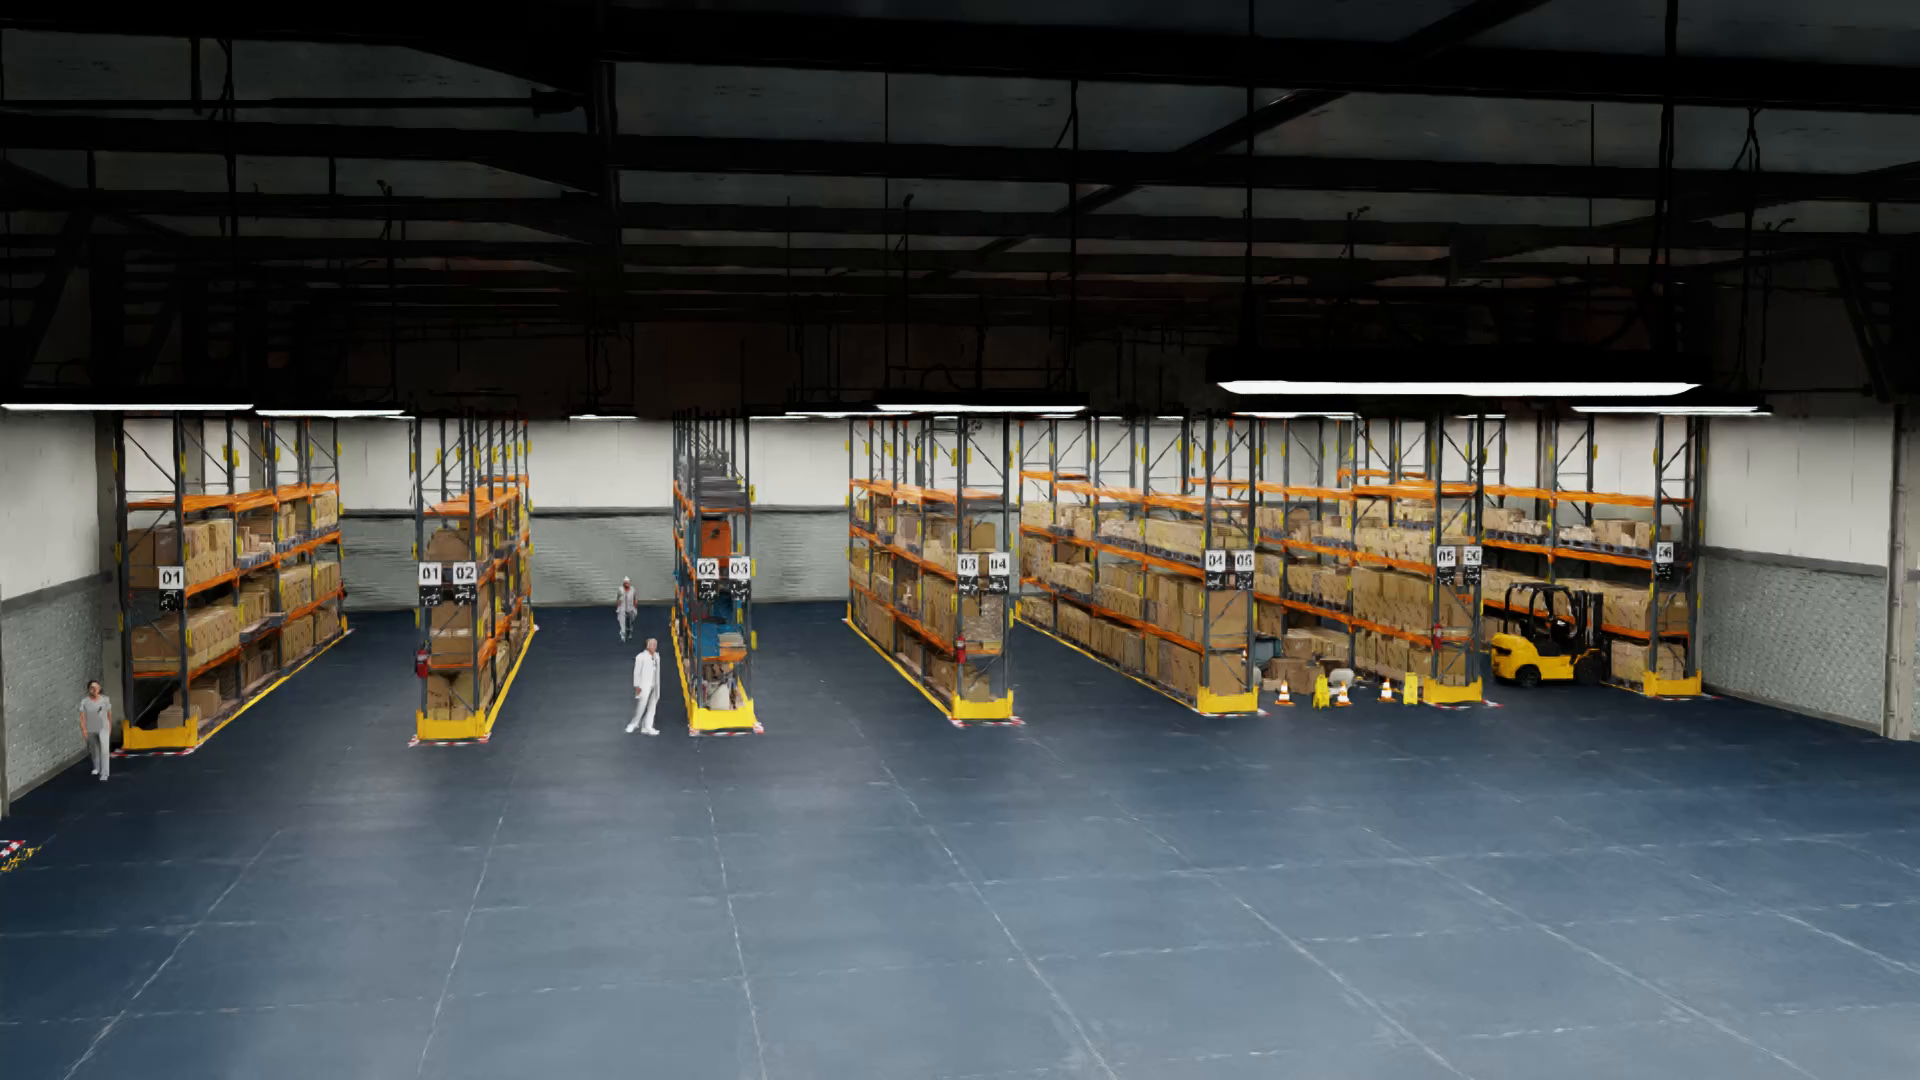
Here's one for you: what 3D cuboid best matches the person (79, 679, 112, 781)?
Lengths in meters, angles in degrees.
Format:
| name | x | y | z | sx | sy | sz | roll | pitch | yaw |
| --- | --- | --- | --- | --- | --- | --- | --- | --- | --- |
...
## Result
| name | x | y | z | sx | sy | sz | roll | pitch | yaw |
| --- | --- | --- | --- | --- | --- | --- | --- | --- | --- |
| person | -13.795 | 3.018 | 26.543 | 0.444 | 1.604 | 1.016 | -1 | 4 | -19 |

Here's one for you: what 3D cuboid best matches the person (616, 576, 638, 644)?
| name | x | y | z | sx | sy | sz | roll | pitch | yaw |
| --- | --- | --- | --- | --- | --- | --- | --- | --- | --- |
| person | -8.625 | 1.792 | 43.082 | 0.550 | 1.709 | 1.128 | -1 | 4 | -13 |

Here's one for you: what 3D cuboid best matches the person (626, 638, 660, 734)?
| name | x | y | z | sx | sy | sz | roll | pitch | yaw |
| --- | --- | --- | --- | --- | --- | --- | --- | --- | --- |
| person | -5.755 | 2.670 | 30.392 | 0.515 | 1.771 | 0.725 | 3 | 5 | 39 |
